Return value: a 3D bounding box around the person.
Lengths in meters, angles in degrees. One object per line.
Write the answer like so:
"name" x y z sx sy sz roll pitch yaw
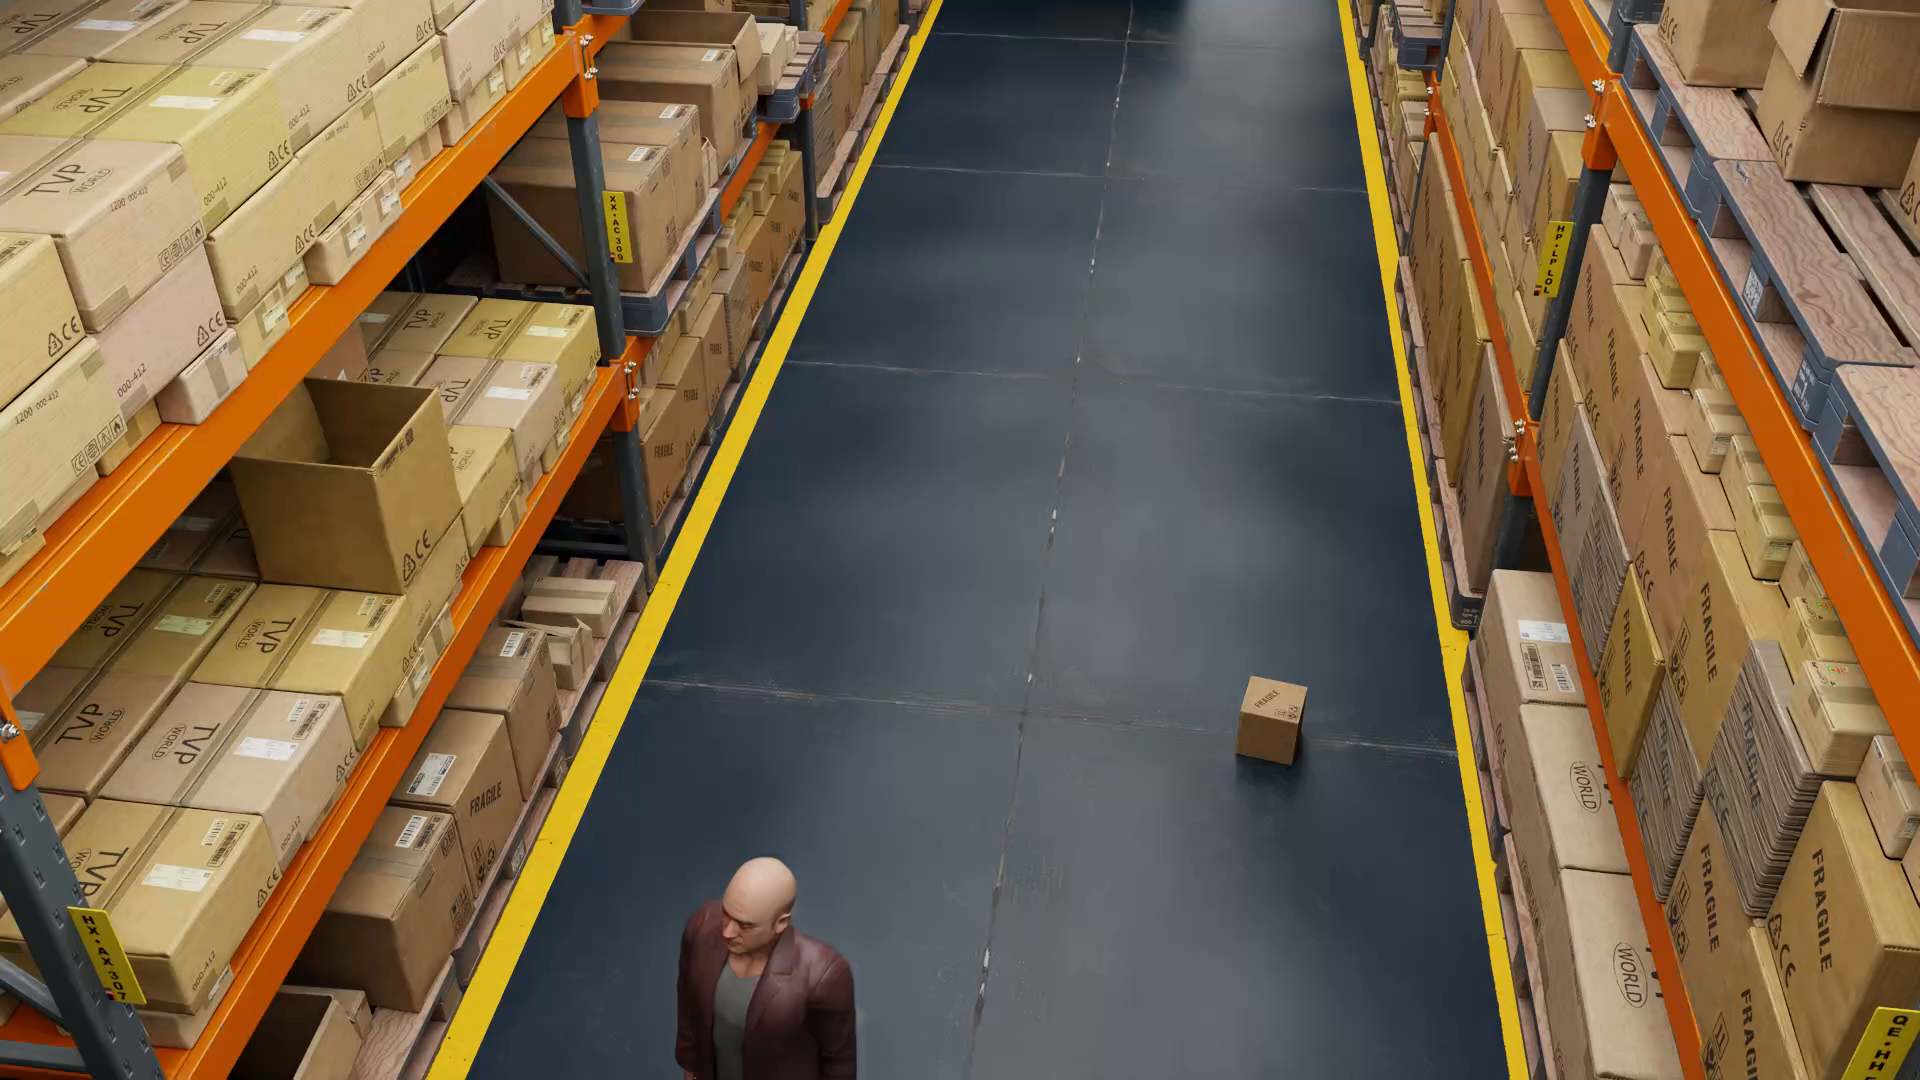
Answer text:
"person" -0.576 1.583 4.825 0.576 1.757 0.729 19 40 24
